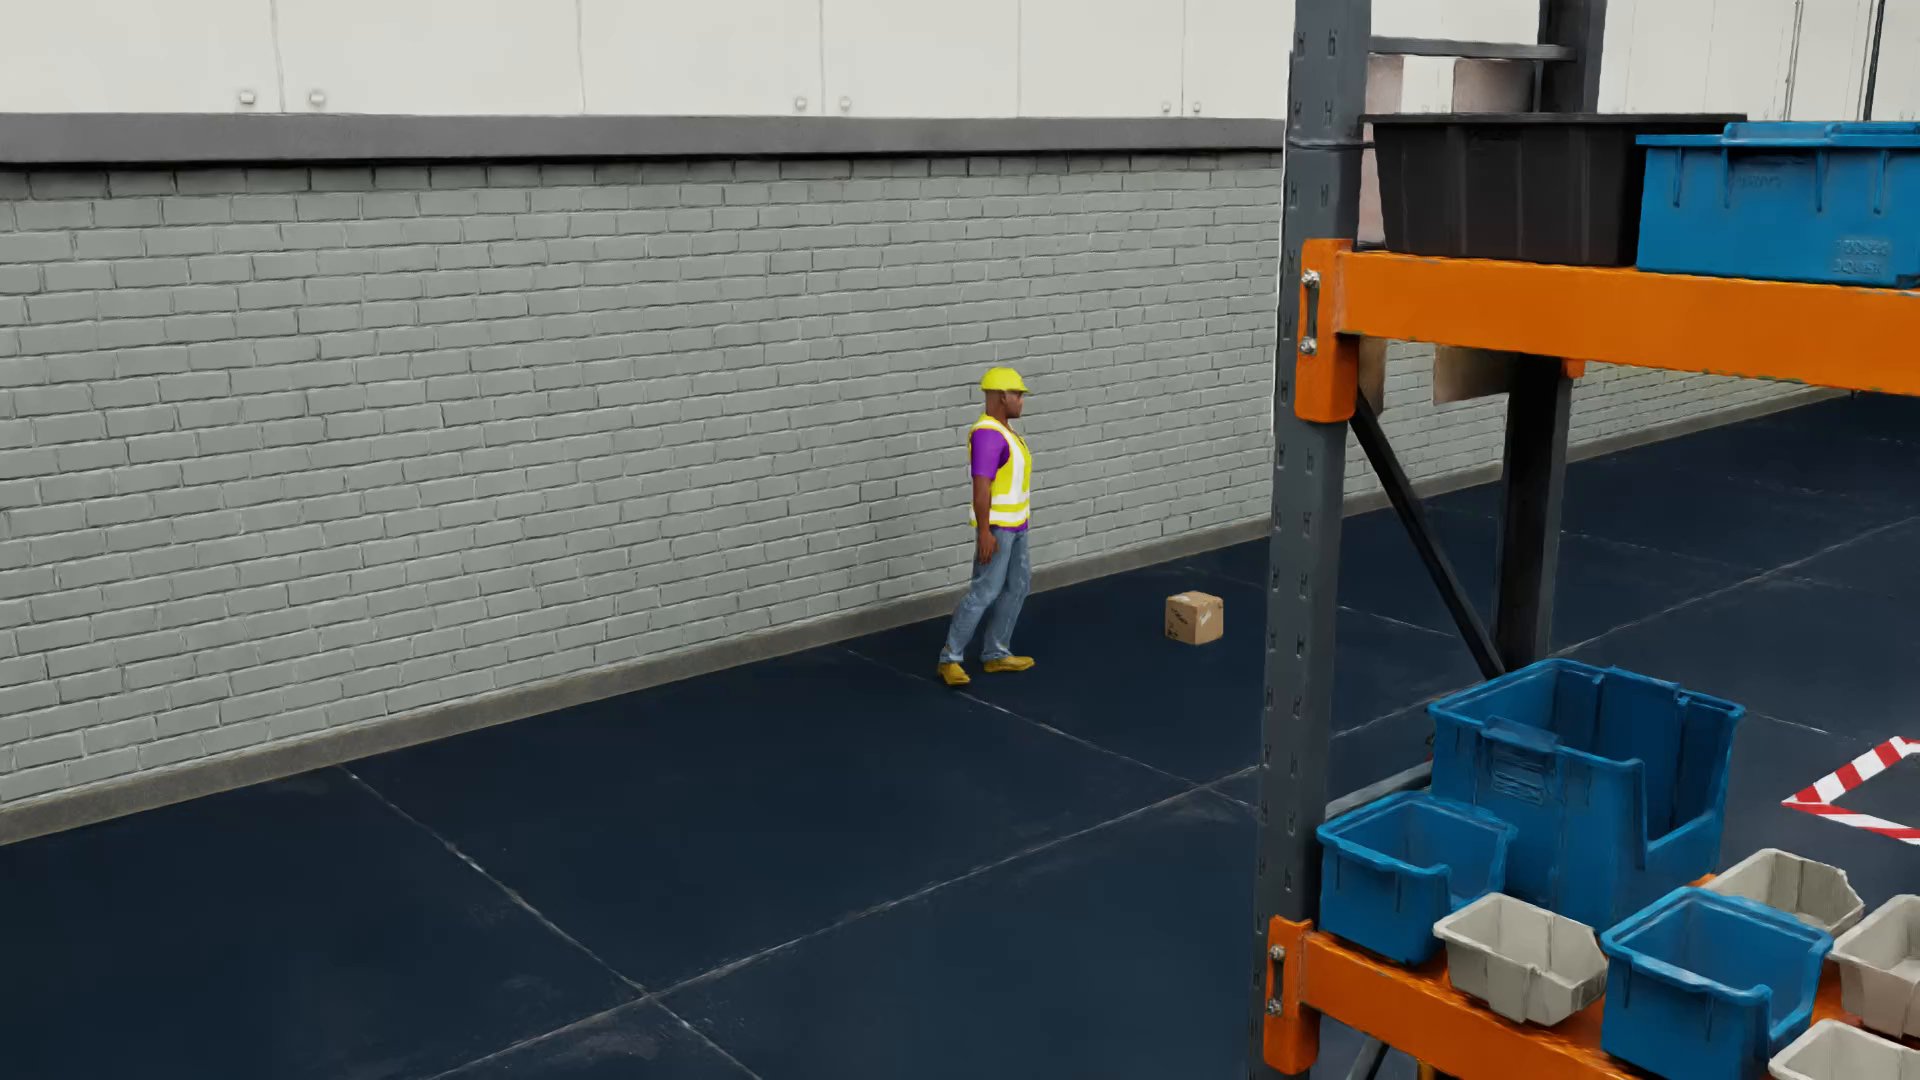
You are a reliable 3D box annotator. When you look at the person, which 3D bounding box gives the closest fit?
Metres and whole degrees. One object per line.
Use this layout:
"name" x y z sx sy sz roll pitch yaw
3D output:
"person" 0.149 -0.083 9.319 0.508 1.747 0.716 3 14 12
